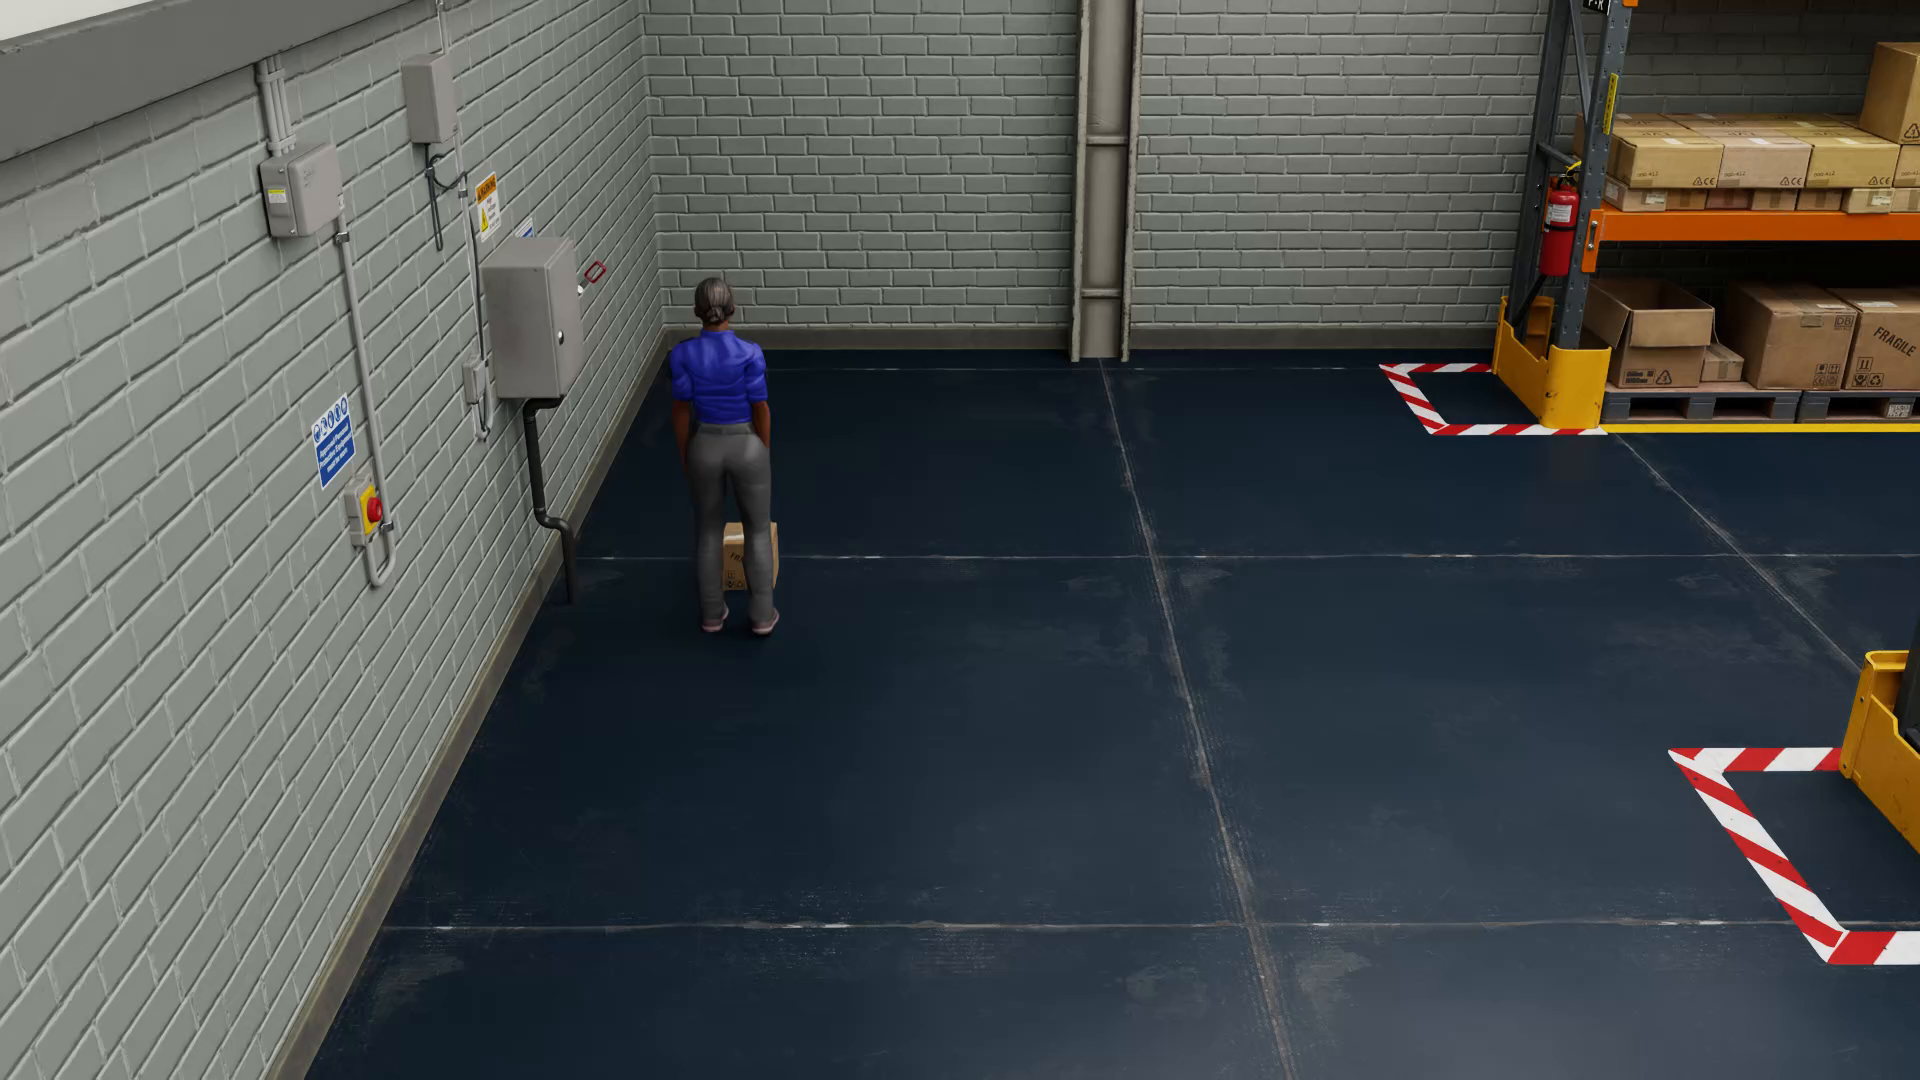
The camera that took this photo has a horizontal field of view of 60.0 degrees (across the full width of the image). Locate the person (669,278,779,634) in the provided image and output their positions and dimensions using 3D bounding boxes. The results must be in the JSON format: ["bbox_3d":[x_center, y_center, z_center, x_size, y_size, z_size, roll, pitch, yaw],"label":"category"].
[{"bbox_3d":[-1.052,-0.365,7.433,0.437,1.661,0.314,0,24,1],"label":"person"}]
